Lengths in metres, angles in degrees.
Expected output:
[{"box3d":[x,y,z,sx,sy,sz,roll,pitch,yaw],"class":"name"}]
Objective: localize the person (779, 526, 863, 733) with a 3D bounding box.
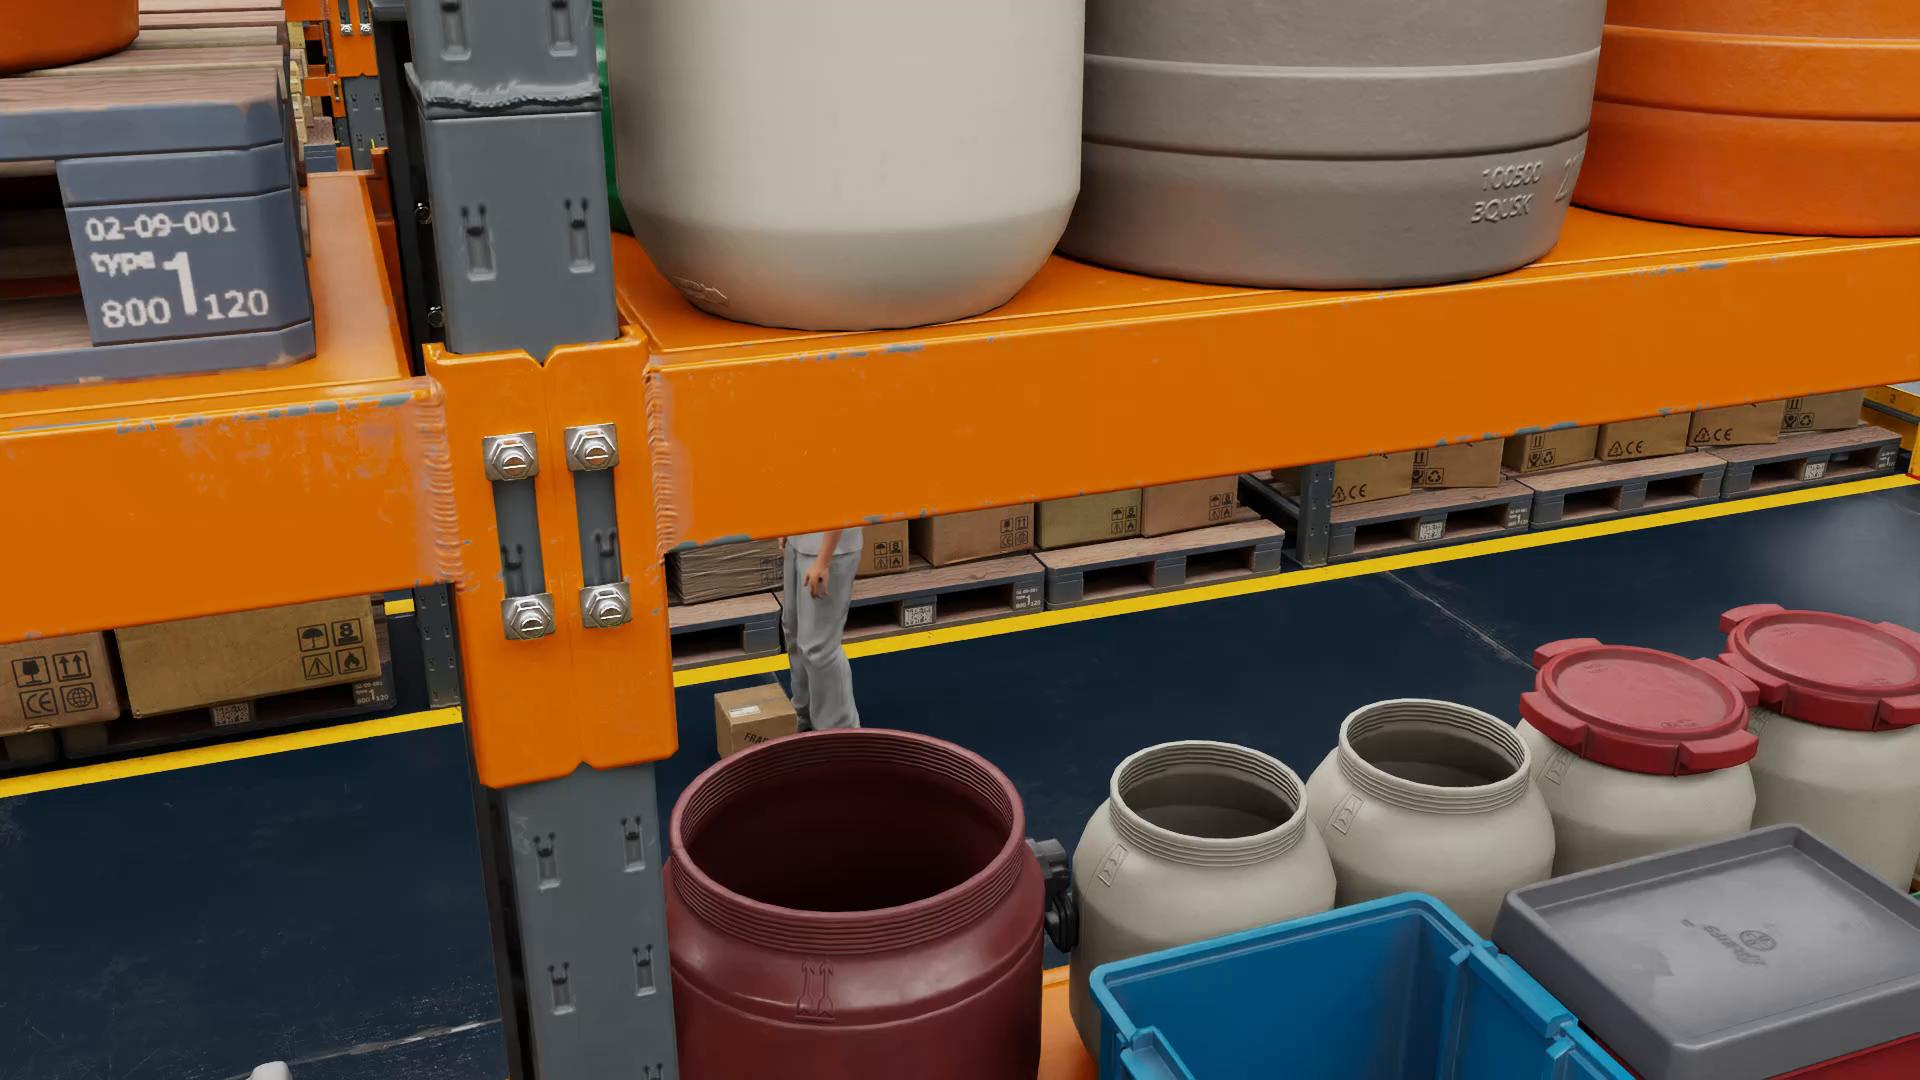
[{"box3d":[-0.534,0.024,6.036,0.357,1.673,0.486,-8,24,-19],"class":"person"}]
